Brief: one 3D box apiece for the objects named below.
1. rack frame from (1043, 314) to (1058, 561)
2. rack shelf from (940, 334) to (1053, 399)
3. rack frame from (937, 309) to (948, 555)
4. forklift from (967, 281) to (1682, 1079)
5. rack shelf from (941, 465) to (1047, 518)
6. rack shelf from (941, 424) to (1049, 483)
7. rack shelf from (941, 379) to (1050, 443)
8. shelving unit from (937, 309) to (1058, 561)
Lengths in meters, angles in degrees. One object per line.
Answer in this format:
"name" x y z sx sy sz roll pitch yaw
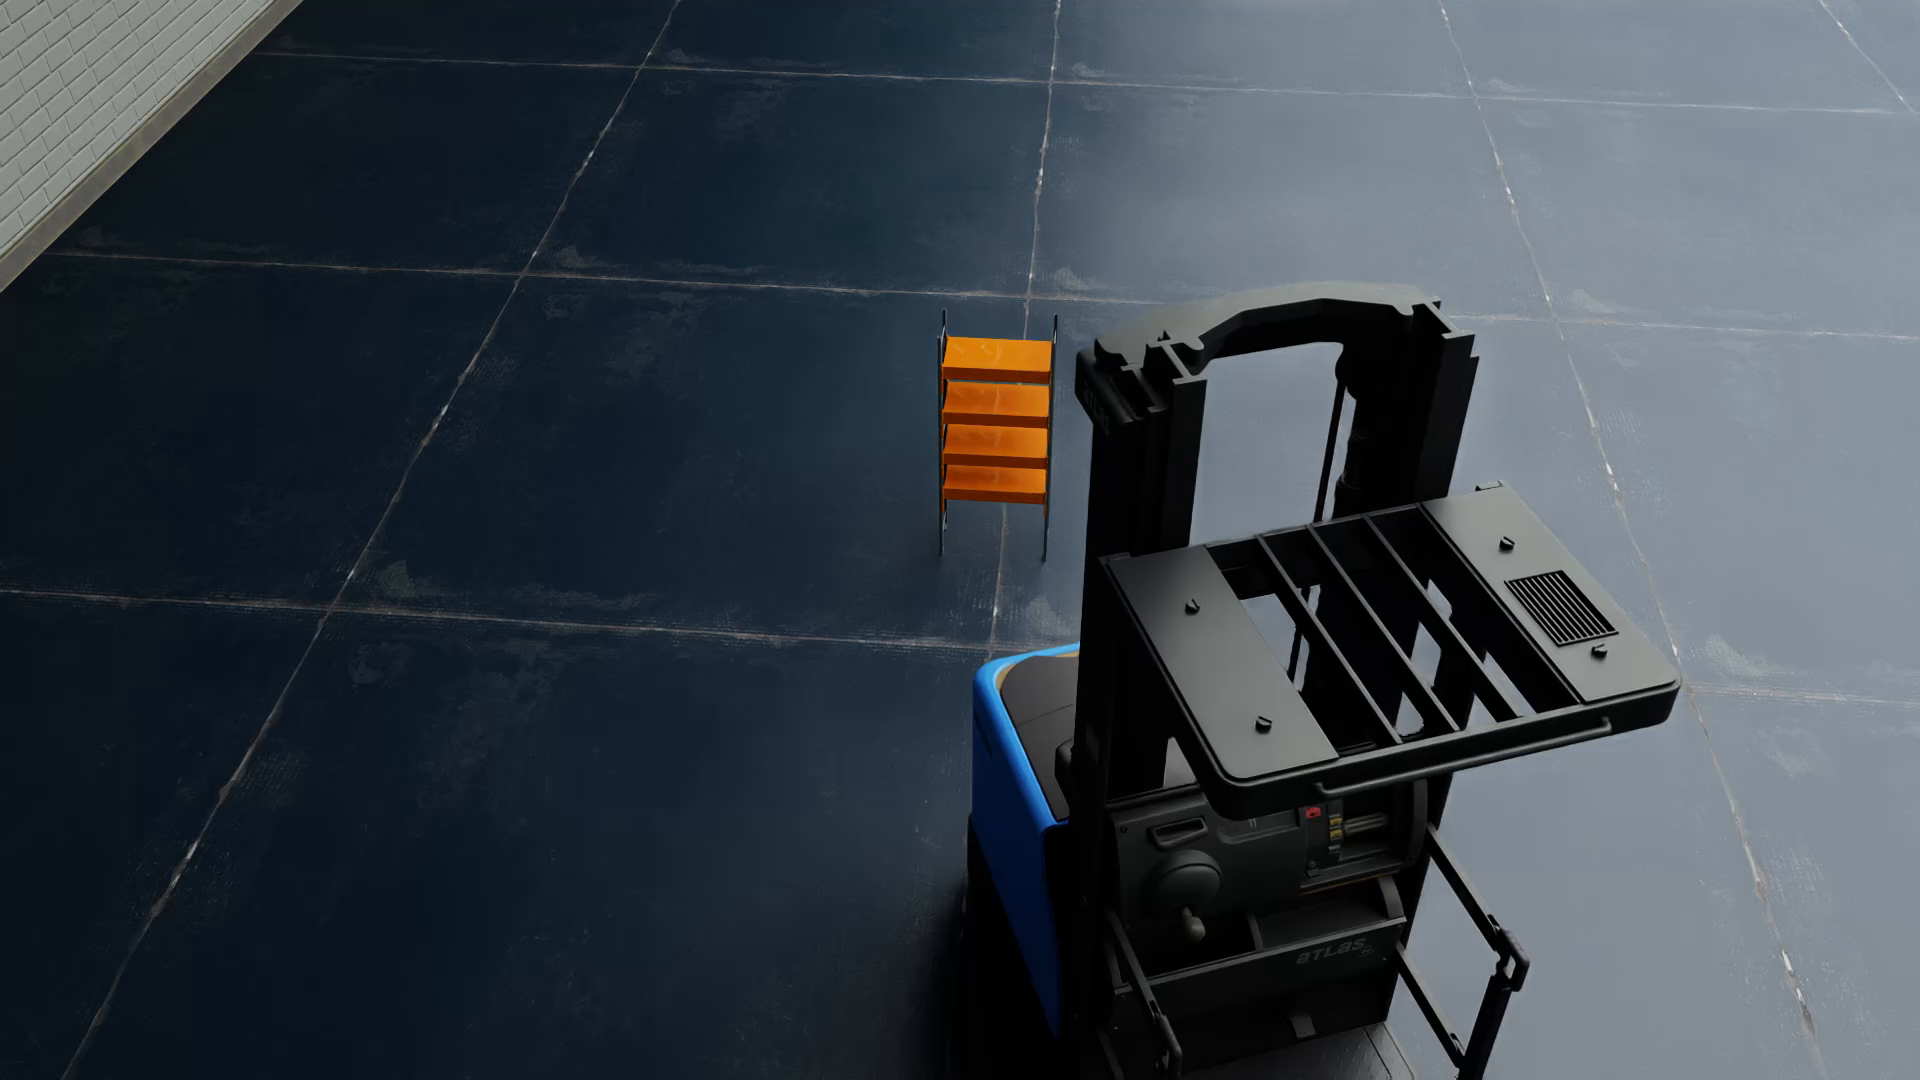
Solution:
"rack frame" 0.408 -0.443 7.514 0.015 1.200 0.240 3 39 4
"rack shelf" 0.165 -0.761 7.283 0.480 0.148 0.258 3 39 4
"rack frame" -0.078 -0.470 7.547 0.015 1.200 0.240 3 39 4
"forklift" 0.931 0.926 4.461 1.130 2.935 3.031 -10 40 -13
"rack shelf" 0.165 -0.250 7.698 0.480 0.148 0.258 3 39 4
"rack shelf" 0.165 -0.404 7.573 0.480 0.148 0.258 3 39 4
"rack shelf" 0.165 -0.578 7.432 0.480 0.148 0.258 3 39 4
"shelving unit" 0.165 -0.456 7.531 0.503 1.200 0.258 3 39 4
